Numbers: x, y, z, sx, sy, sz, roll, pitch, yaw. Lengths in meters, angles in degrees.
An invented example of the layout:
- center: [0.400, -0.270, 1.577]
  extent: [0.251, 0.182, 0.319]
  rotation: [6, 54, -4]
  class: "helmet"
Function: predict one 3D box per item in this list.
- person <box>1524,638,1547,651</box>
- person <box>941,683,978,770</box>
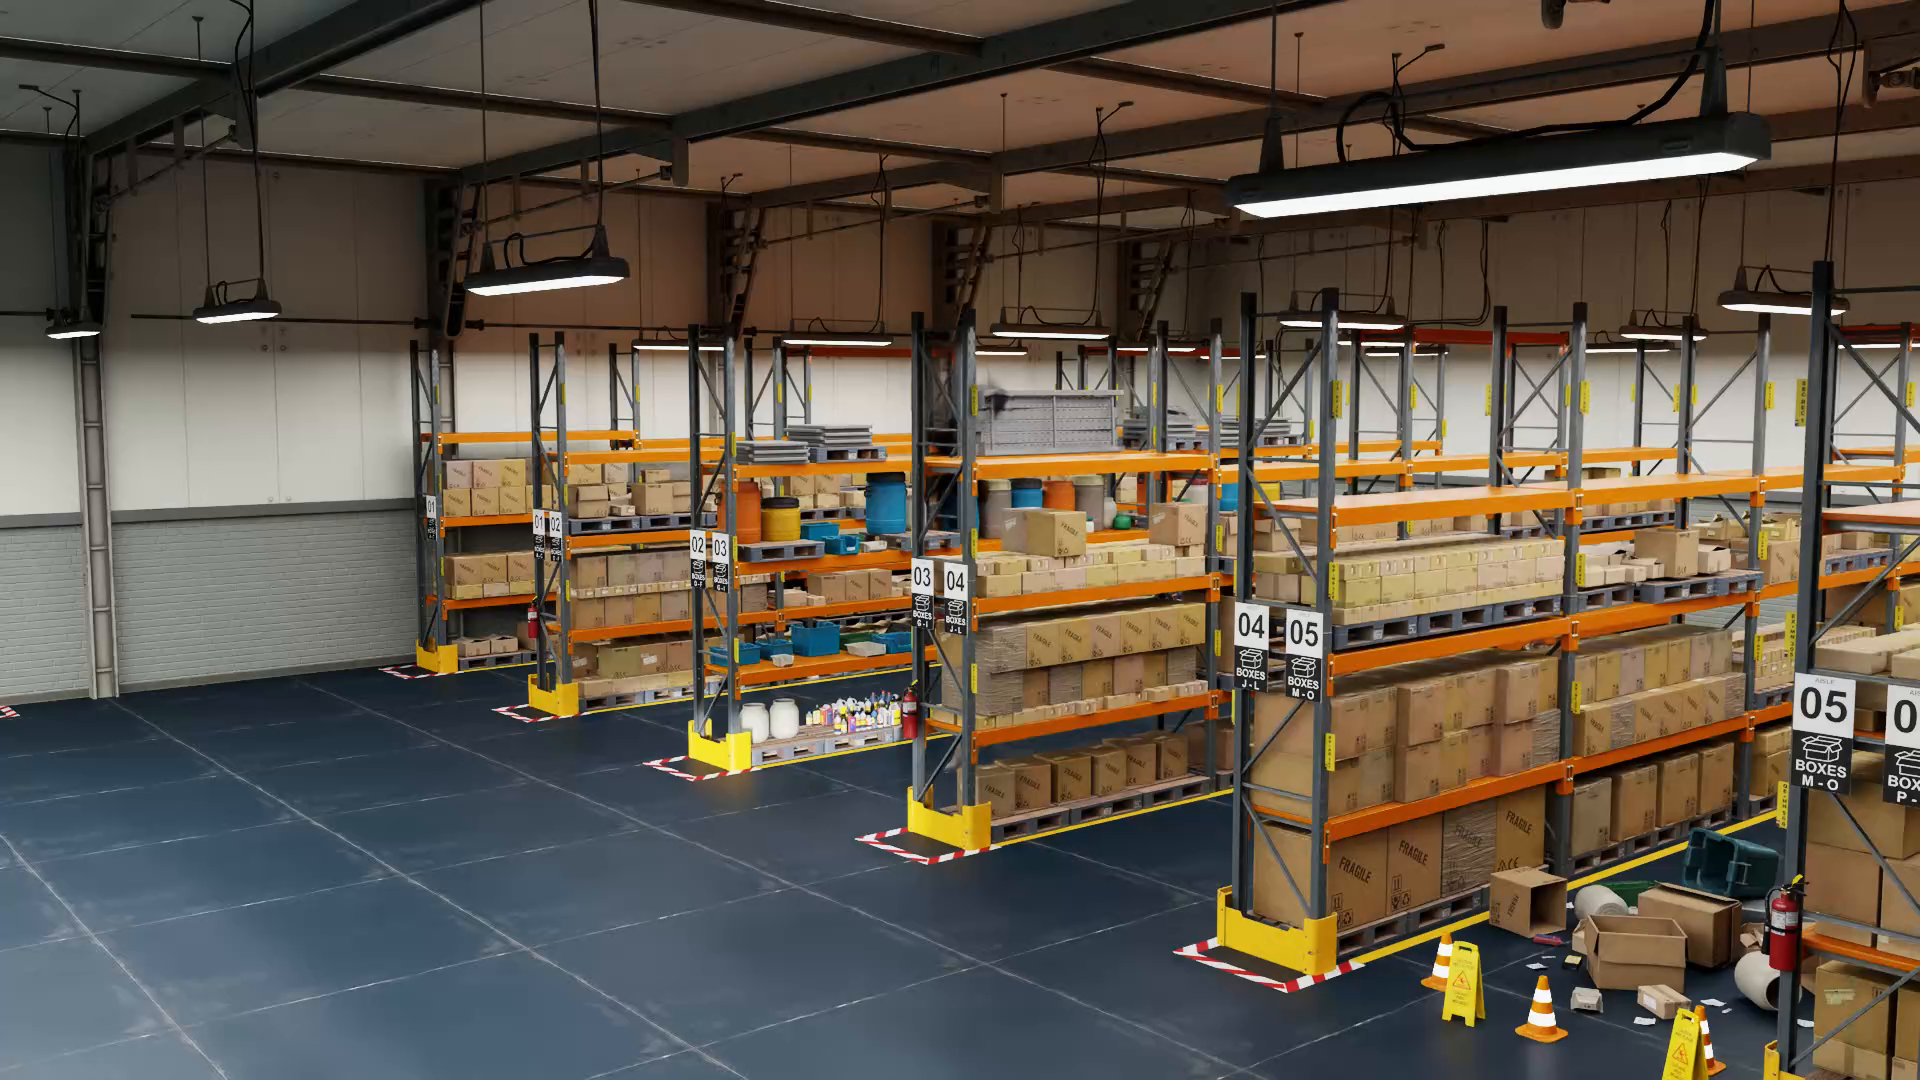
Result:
- center: [8.187, 2.101, 23.651]
  extent: [0.811, 1.800, 0.621]
  rotation: [-5, 7, -43]
  class: "person"
- center: [0.037, 2.050, 21.469]
  extent: [0.664, 1.782, 0.793]
  rotation: [4, 7, 39]
  class: "person"
